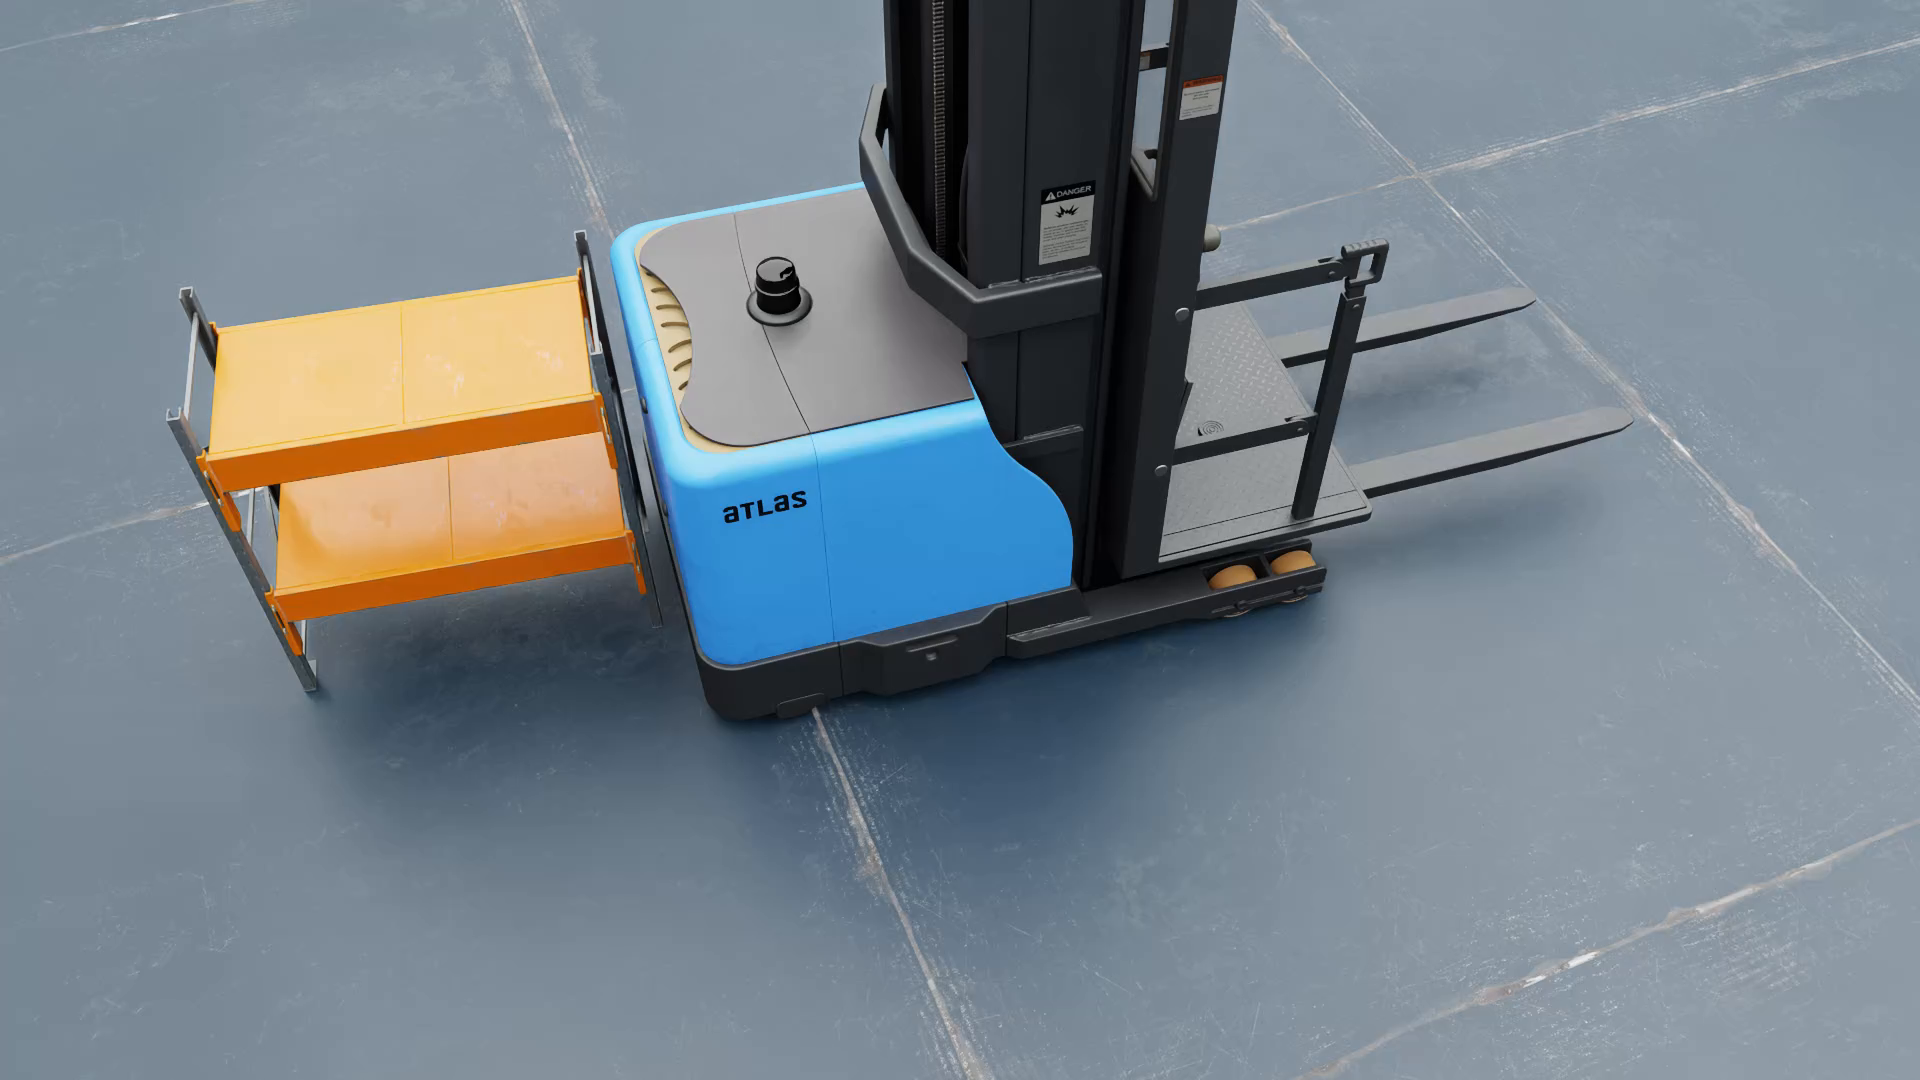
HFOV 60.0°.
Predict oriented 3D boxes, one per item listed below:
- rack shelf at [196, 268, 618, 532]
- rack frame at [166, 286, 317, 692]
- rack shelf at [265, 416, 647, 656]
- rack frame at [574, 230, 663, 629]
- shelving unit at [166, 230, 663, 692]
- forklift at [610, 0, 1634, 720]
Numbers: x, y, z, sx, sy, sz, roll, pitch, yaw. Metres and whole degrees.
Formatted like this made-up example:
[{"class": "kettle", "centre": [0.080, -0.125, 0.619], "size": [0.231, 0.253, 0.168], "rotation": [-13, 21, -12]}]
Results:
[{"class": "rack shelf", "centre": [-1.464, -0.387, 4.455], "size": [1.000, 0.278, 0.538], "rotation": [-10, 50, -9]}, {"class": "rack frame", "centre": [-1.958, -0.108, 4.601], "size": [0.032, 1.125, 0.500], "rotation": [-10, 50, -9]}, {"class": "rack shelf", "centre": [-1.464, -0.037, 4.862], "size": [1.000, 0.278, 0.538], "rotation": [-10, 50, -9]}, {"class": "rack frame", "centre": [-0.969, -0.284, 4.752], "size": [0.032, 1.125, 0.500], "rotation": [-10, 50, -9]}, {"class": "shelving unit", "centre": [-1.464, -0.196, 4.677], "size": [1.048, 1.125, 0.538], "rotation": [-10, 50, -9]}, {"class": "forklift", "centre": [0.598, -1.094, 4.257], "size": [3.031, 2.935, 1.130], "rotation": [-13, 51, -11]}]
